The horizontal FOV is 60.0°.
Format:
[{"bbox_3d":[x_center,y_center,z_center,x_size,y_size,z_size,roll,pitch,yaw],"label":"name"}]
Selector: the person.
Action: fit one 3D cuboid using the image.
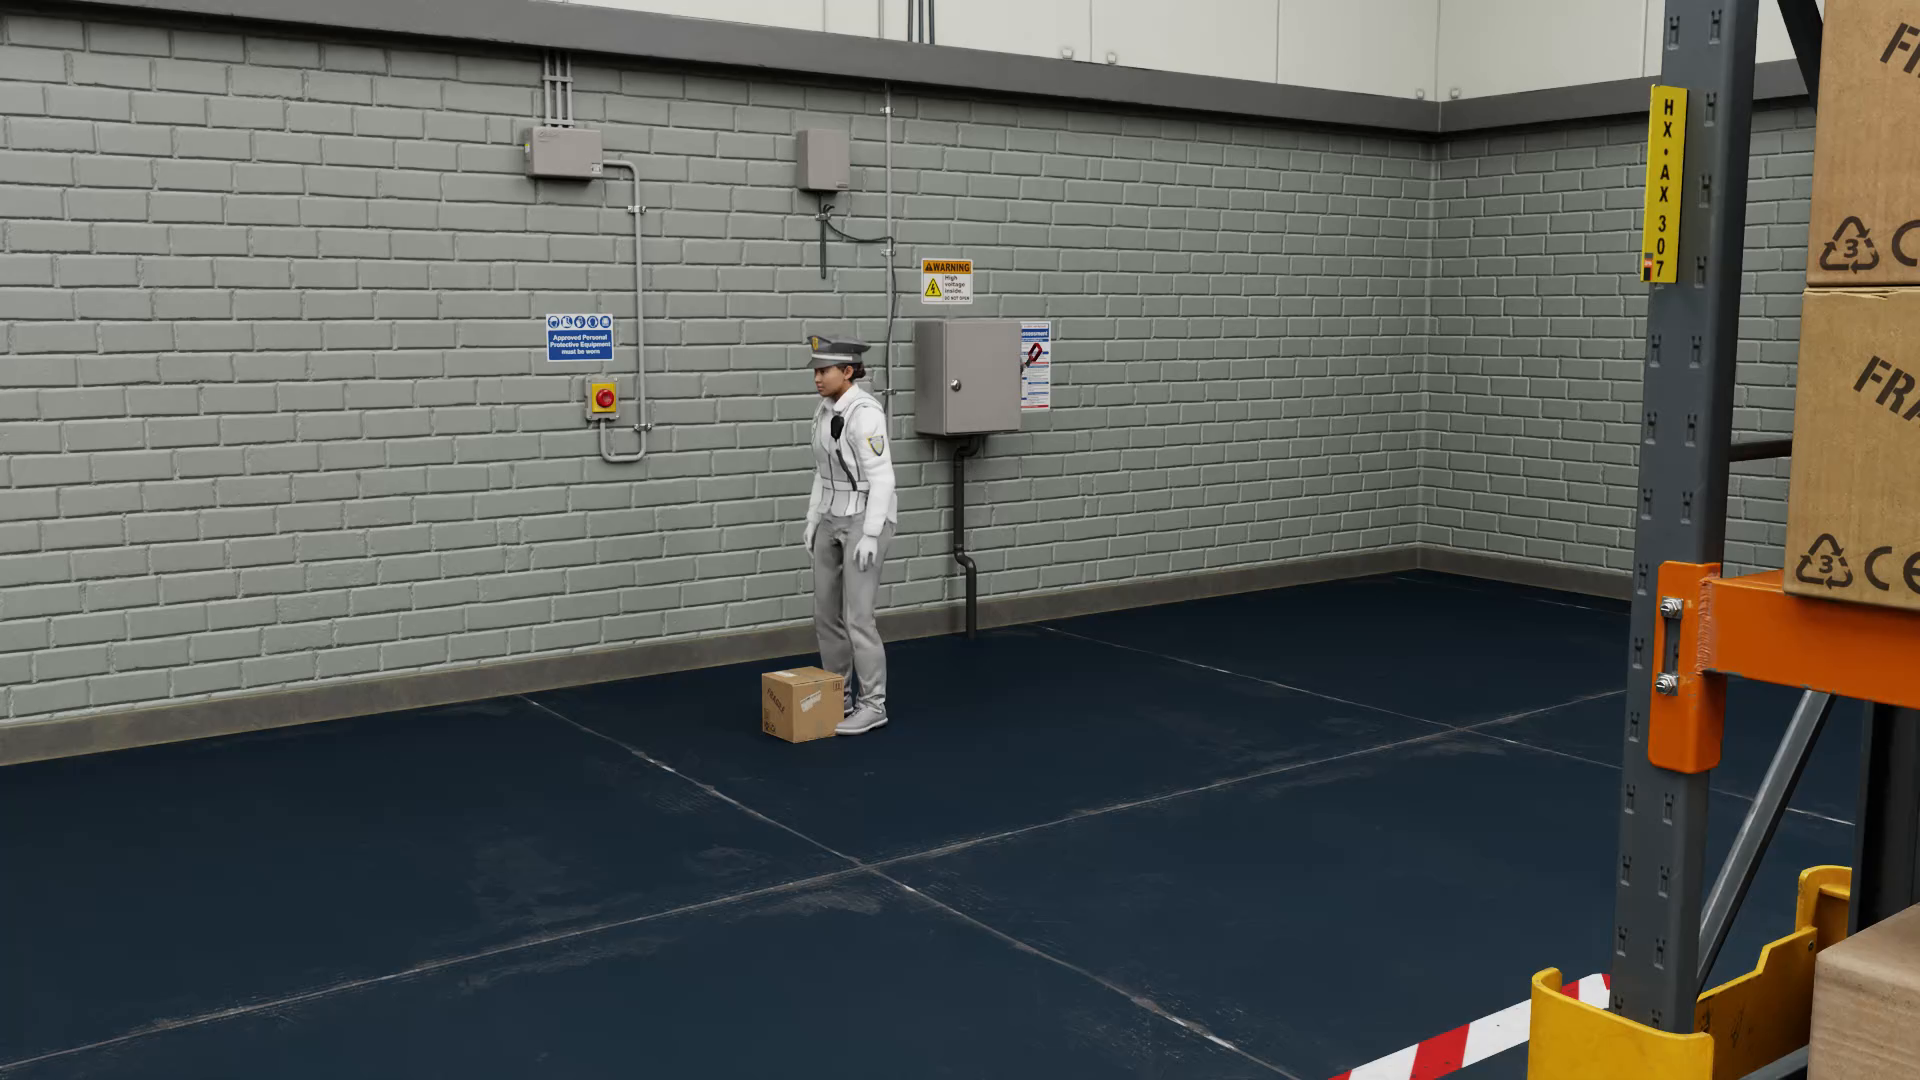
[{"bbox_3d":[-0.473,-0.032,7.026,0.372,1.664,0.528,-6,10,-36],"label":"person"}]
